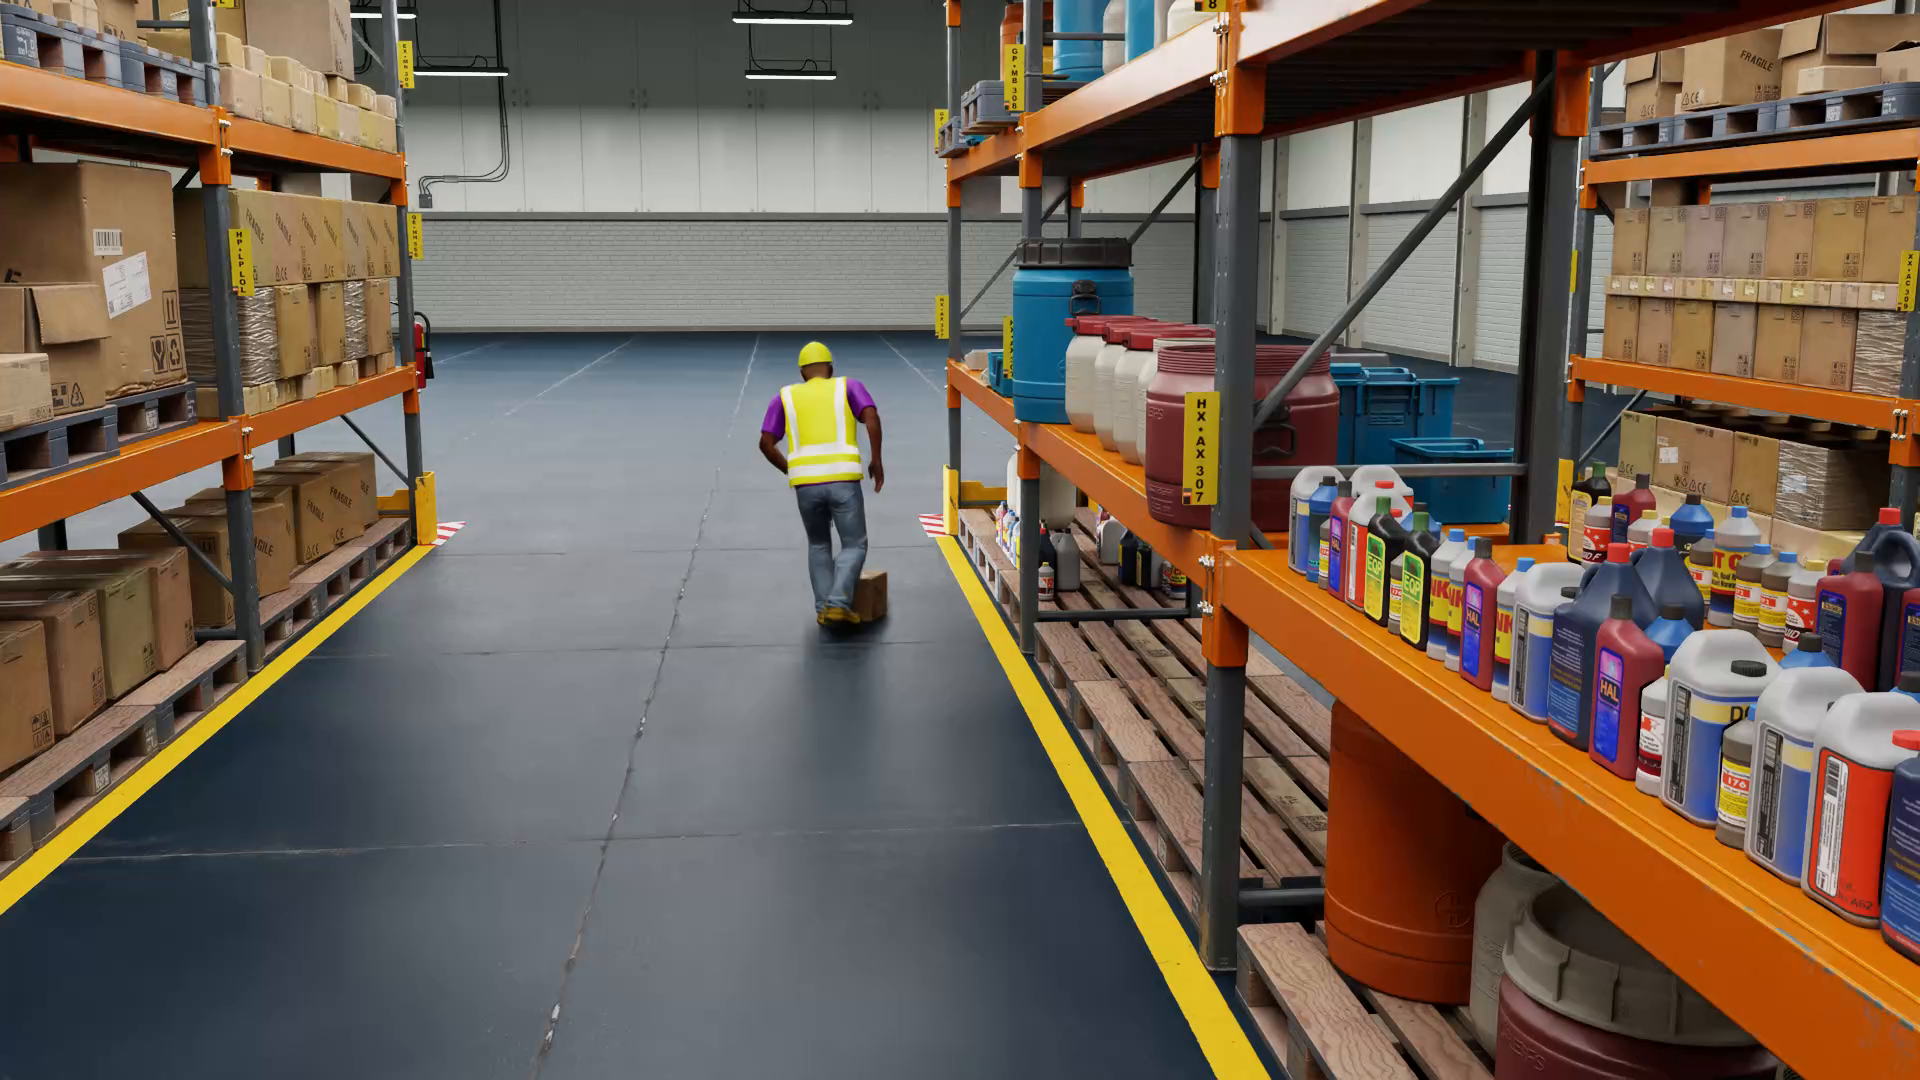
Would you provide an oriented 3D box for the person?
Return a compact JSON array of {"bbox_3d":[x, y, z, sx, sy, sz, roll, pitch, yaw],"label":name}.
[{"bbox_3d":[-0.791,-0.315,9.568,0.725,1.621,0.870,1,10,4],"label":"person"}]
